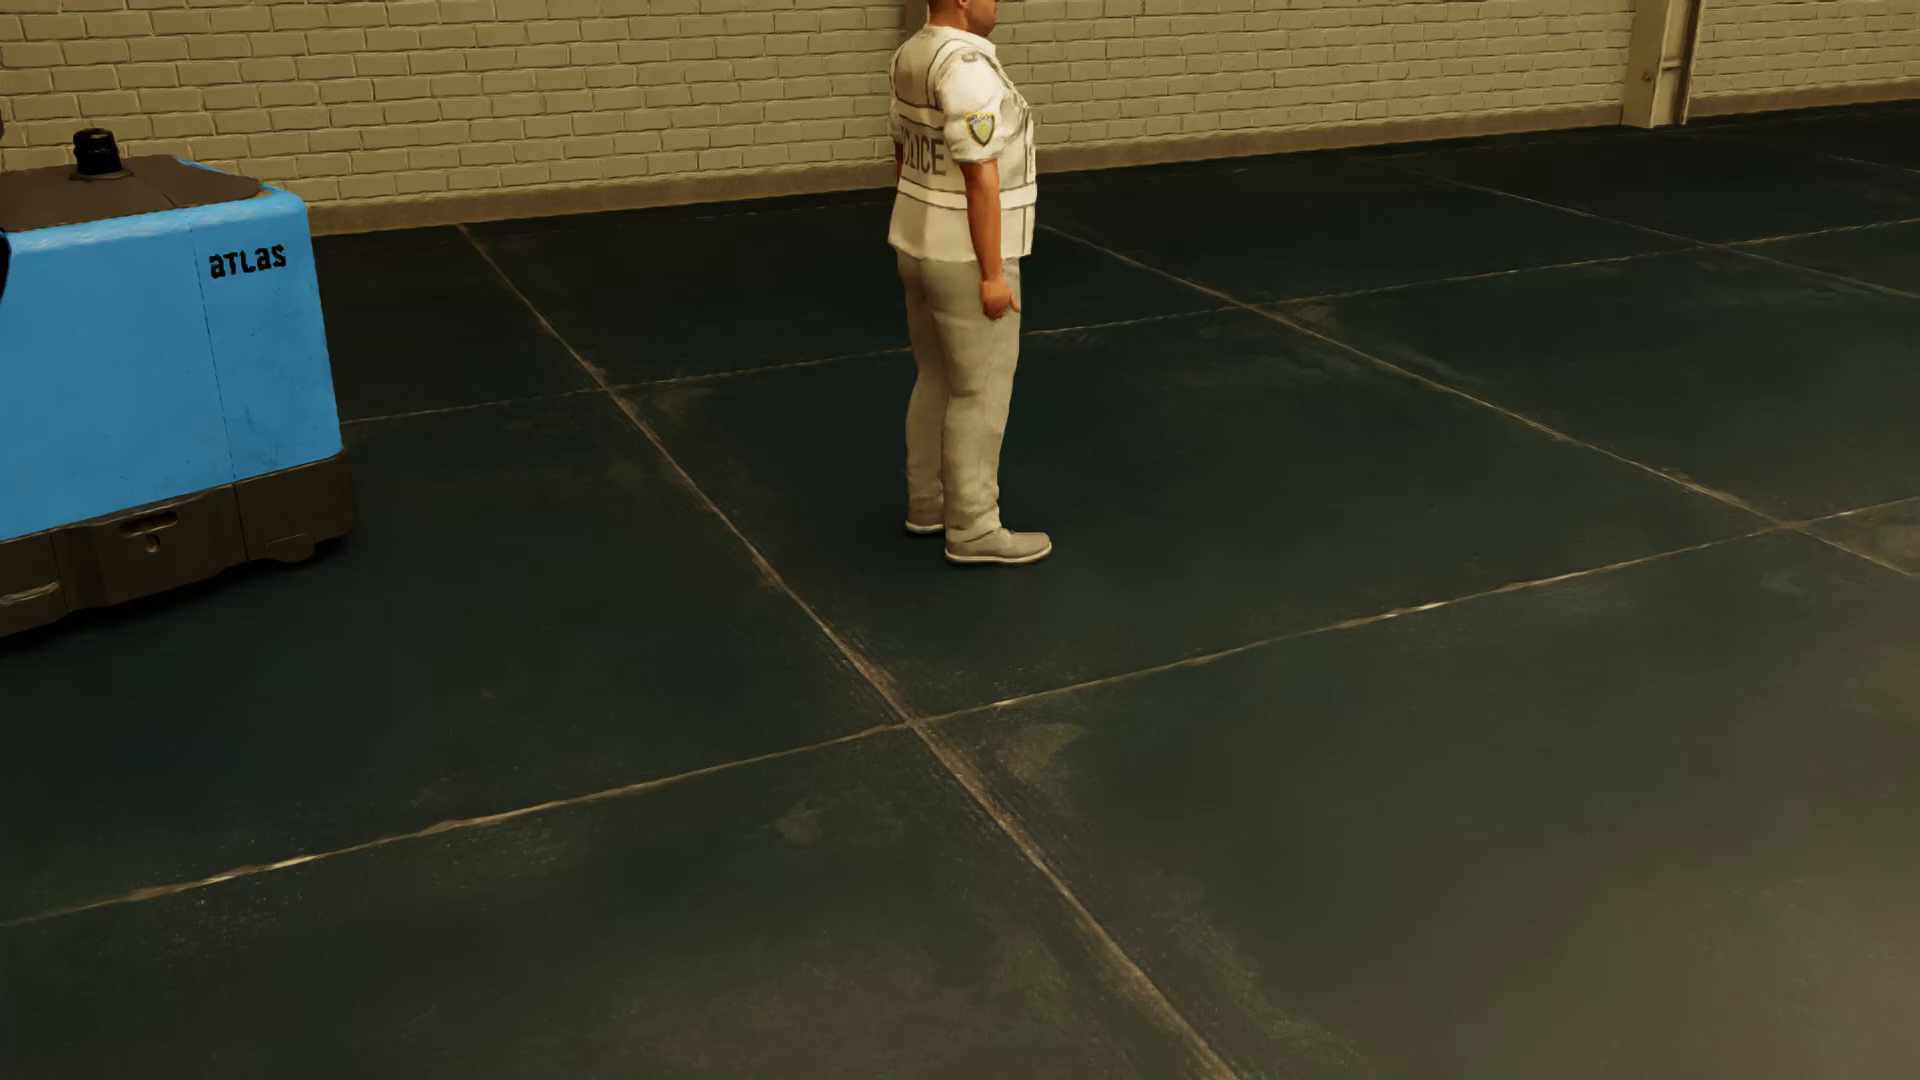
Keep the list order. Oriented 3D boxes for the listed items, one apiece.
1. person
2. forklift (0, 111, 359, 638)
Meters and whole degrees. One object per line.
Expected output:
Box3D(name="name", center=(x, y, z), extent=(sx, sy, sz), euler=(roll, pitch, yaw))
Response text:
Box3D(name="person", center=(0.014, -0.820, 4.774), extent=(0.396, 1.773, 0.523), euler=(-10, 25, -23))
Box3D(name="forklift", center=(-3.213, -1.057, 3.830), extent=(1.130, 2.935, 3.031), euler=(21, 30, 41))
